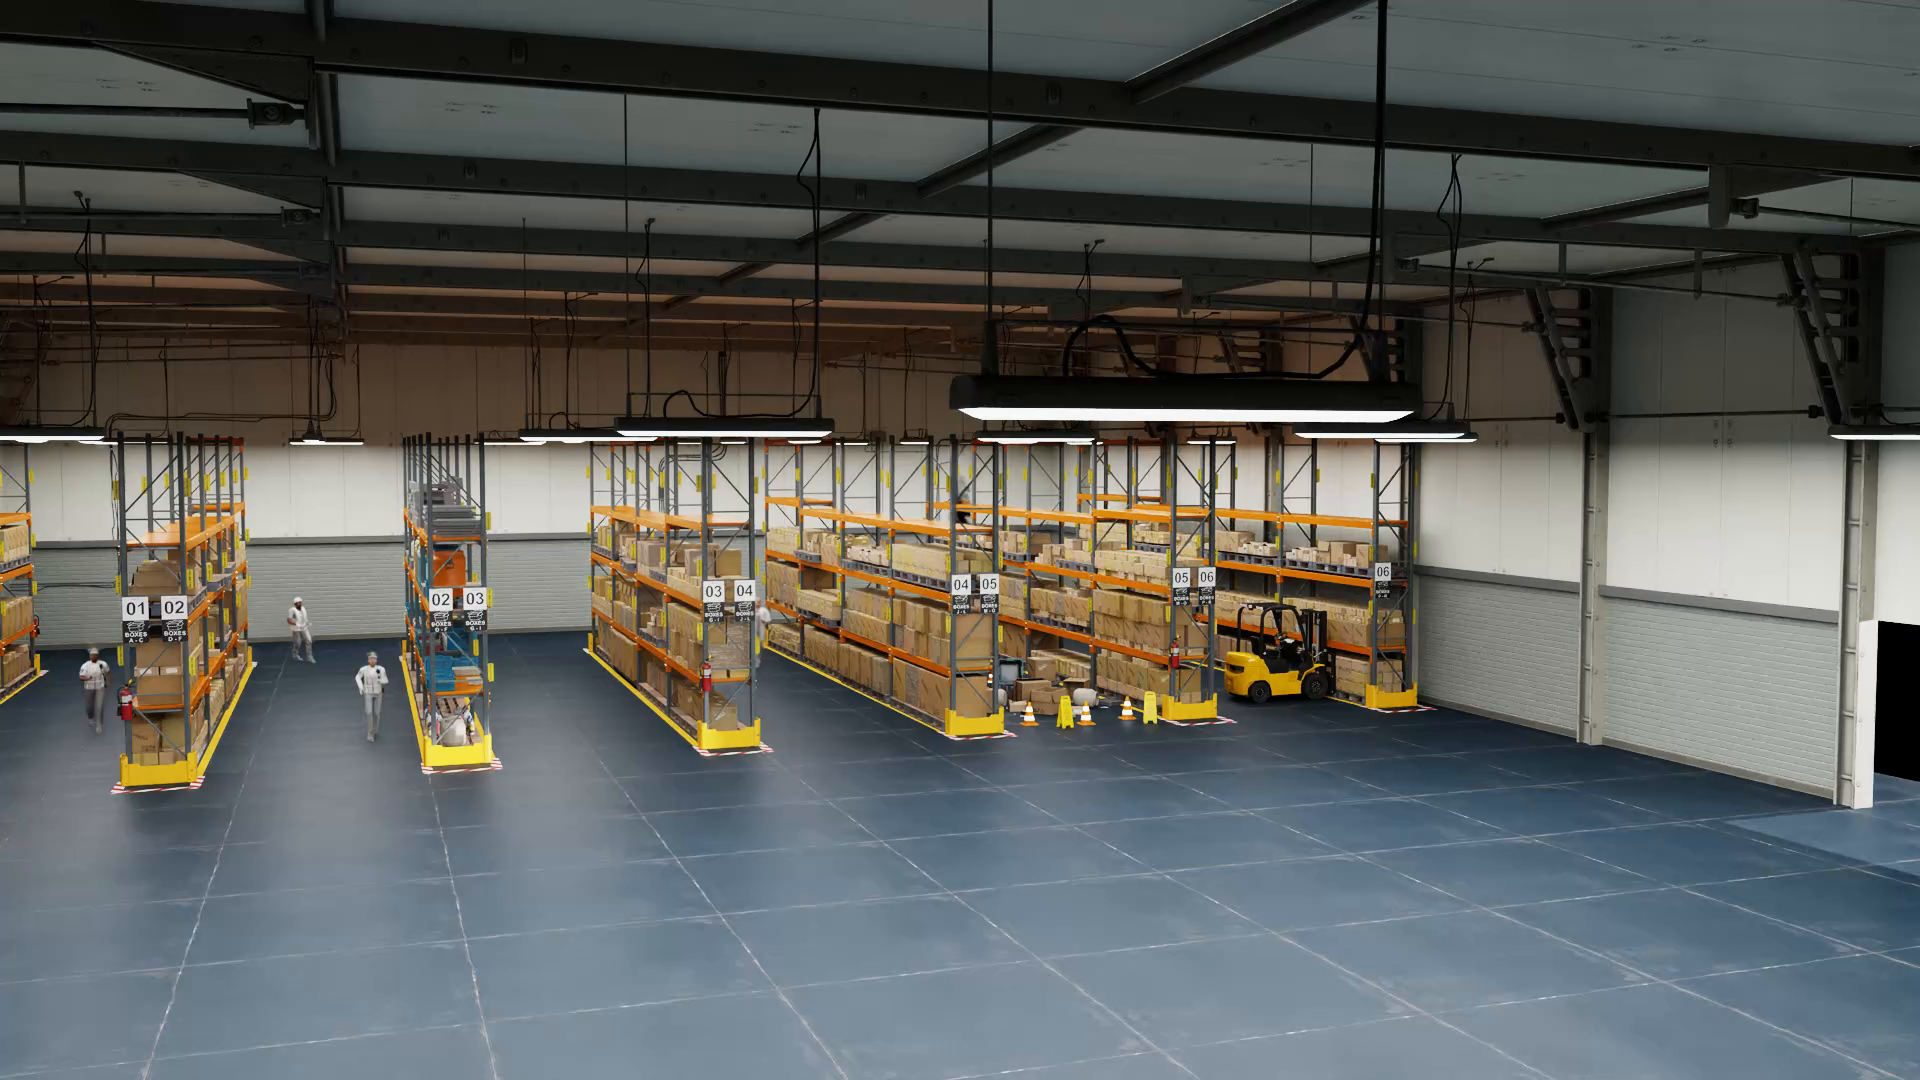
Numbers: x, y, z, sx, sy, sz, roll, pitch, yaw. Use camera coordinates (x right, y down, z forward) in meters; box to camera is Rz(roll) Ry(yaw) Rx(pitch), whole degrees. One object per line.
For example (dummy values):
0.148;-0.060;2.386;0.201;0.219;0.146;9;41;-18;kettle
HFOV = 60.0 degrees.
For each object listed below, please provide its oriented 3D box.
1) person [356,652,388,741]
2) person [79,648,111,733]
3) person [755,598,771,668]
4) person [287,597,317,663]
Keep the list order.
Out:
-11.569;3.068;32.753;0.595;1.754;0.702;-1;3;-22;person
-17.437;3.002;33.535;0.581;1.676;0.929;-2;4;-27;person
-5.293;2.396;43.454;0.708;1.779;1.030;-1;3;-13;person
-17.627;2.407;44.263;0.849;1.791;0.755;2;4;33;person
